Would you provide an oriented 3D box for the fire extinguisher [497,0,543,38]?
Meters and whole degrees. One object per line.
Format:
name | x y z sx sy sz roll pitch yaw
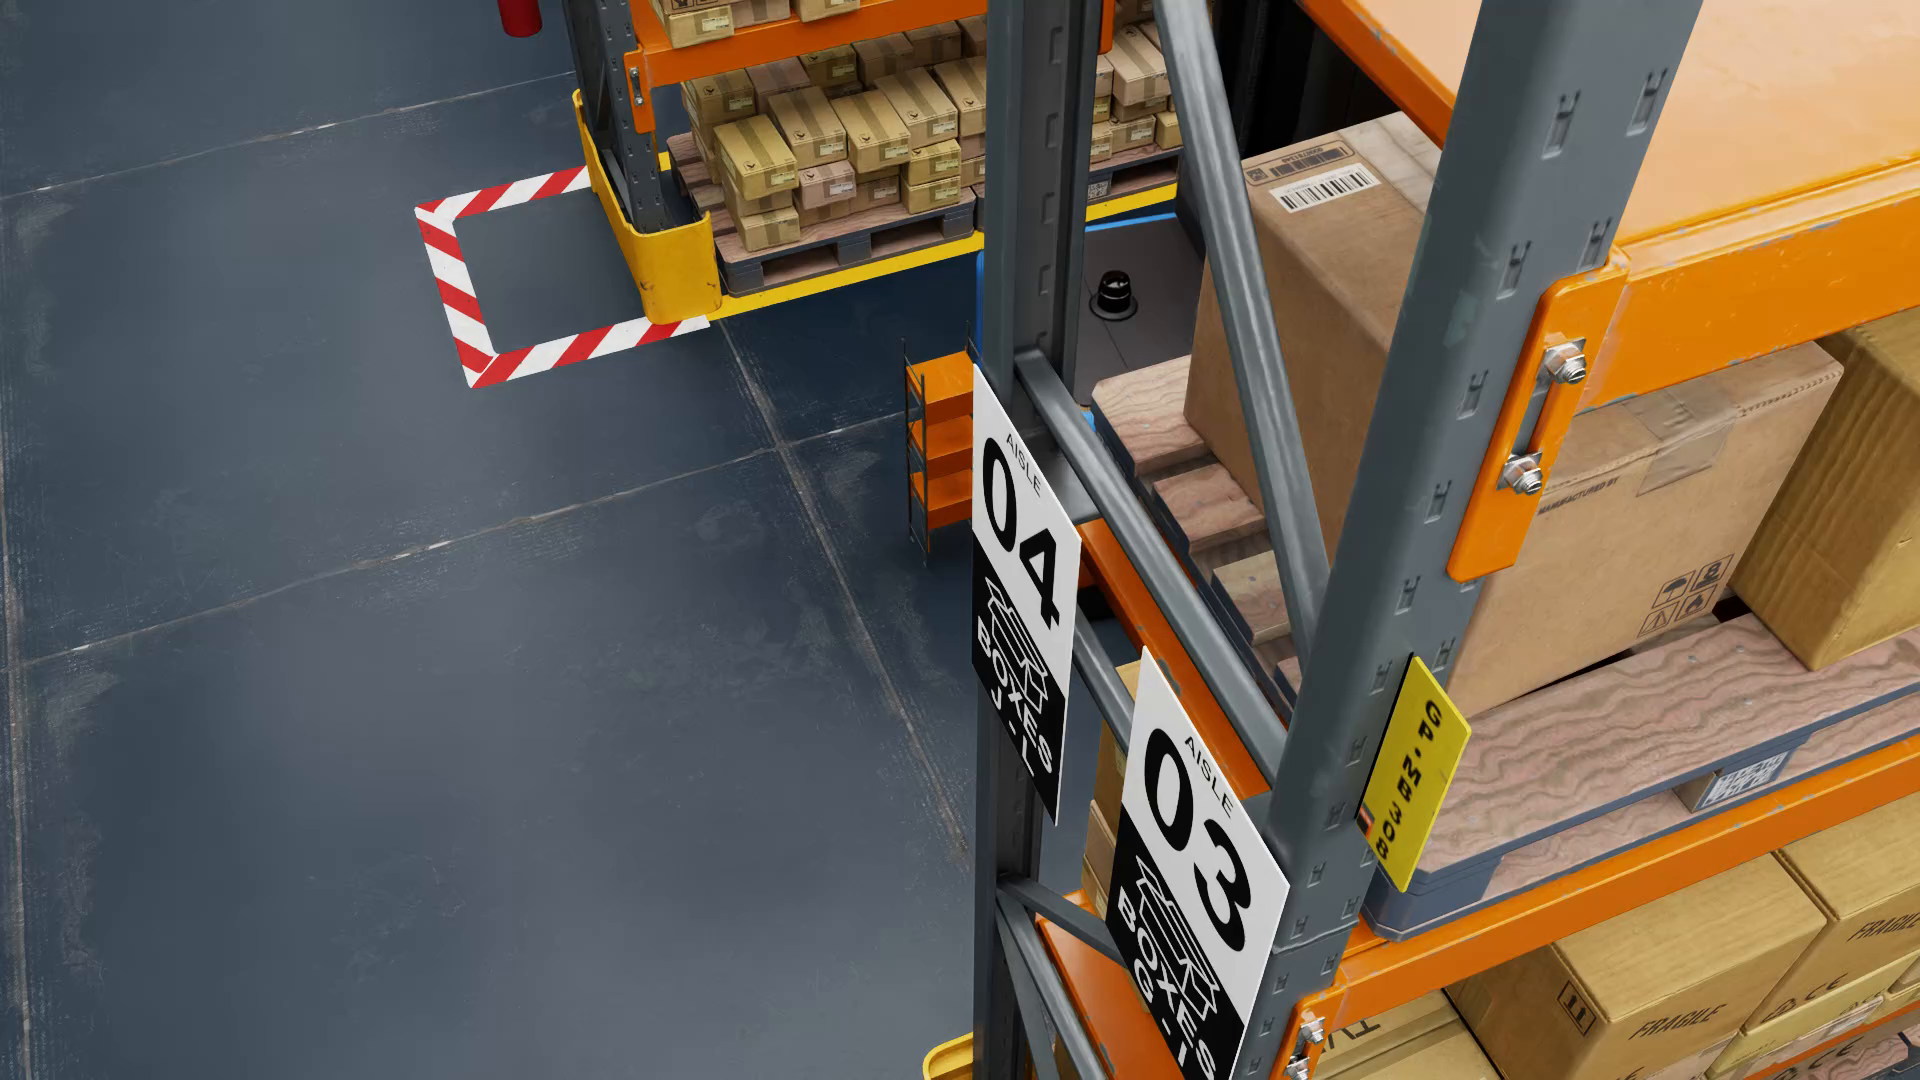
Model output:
fire extinguisher | -1.912 -2.463 7.026 0.183 0.674 0.296 -17 52 -14

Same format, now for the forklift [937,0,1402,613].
forklift | 1.475 -1.238 5.722 3.031 2.935 1.130 -11 50 -9

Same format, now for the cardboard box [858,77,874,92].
cardboard box | -0.355 -2.170 7.883 0.250 0.149 0.380 -18 52 -15

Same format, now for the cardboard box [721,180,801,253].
cardboard box | -0.898 -1.491 7.497 0.250 0.149 0.380 -16 51 -14

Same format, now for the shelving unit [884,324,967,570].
shelving unit | -0.121 -0.322 6.175 0.252 1.050 0.215 -10 50 -9

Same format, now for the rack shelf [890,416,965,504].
rack shelf | -0.121 -0.315 6.183 0.240 0.259 0.215 -10 50 -9

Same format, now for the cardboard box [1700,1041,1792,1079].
cardboard box | 1.682 1.070 3.860 0.250 0.149 0.380 -18 52 -15

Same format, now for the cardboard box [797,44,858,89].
cardboard box | -0.664 -2.285 7.786 0.250 0.149 0.380 -18 52 -15

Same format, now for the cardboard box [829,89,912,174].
cardboard box | -0.399 -1.817 7.384 0.250 0.149 0.380 -17 52 -14

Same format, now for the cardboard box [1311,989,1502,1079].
cardboard box | 0.824 1.159 3.521 0.500 0.250 0.500 -18 52 -15

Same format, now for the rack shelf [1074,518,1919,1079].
rack shelf | 2.129 -0.162 3.250 4.000 0.370 1.077 -17 52 -14

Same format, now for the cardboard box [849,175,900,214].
cardboard box | -0.459 -1.700 7.676 0.250 0.149 0.380 -17 51 -14

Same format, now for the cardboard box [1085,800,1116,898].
cardboard box | 0.626 0.781 3.845 0.500 0.250 0.500 -18 52 -15

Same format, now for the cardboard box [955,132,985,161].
cardboard box | 0.034 -1.944 7.690 0.250 0.149 0.380 -19 52 -16

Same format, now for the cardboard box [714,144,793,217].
cardboard box | -0.922 -1.633 7.422 0.250 0.149 0.380 -15 51 -13

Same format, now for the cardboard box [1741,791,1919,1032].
cardboard box | 1.765 0.618 3.491 0.500 0.500 0.500 -18 52 -15

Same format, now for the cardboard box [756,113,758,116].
cardboard box | -0.861 -2.052 7.782 0.250 0.149 0.380 -18 52 -15

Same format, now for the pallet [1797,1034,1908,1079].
pallet | 2.116 1.432 5.222 1.213 0.211 1.003 -17 52 -14

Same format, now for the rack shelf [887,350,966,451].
rack shelf | -0.121 -0.500 5.968 0.240 0.259 0.215 -10 50 -9

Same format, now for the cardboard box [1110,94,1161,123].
cardboard box | 0.787 -2.168 7.882 0.250 0.149 0.380 -19 52 -16

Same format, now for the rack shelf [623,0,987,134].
rack shelf | 0.348 -2.697 7.404 4.000 0.370 1.077 -17 52 -14

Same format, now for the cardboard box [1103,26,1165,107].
cardboard box | 0.788 -2.196 7.710 0.250 0.149 0.380 -19 52 -16

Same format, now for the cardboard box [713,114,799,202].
cardboard box | -0.890 -1.671 7.259 0.250 0.149 0.380 -19 52 -16

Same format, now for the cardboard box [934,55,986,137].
cardboard box | 0.060 -2.019 7.558 0.250 0.149 0.380 -15 51 -13

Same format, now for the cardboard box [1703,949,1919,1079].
cardboard box | 1.770 0.863 3.775 0.500 0.250 0.500 -19 52 -15

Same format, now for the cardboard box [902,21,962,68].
cardboard box | -0.172 -2.431 7.911 0.250 0.149 0.380 -15 51 -13

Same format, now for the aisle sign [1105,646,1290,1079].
aisle sign | 0.325 0.539 2.437 0.004 0.787 0.394 -17 52 -14

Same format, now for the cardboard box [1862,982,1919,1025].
cardboard box | 2.155 0.924 3.985 0.250 0.149 0.380 -18 52 -15

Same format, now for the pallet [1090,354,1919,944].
pallet | 0.961 -0.014 2.707 1.213 0.211 1.003 -17 52 -14

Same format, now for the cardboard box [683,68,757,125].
cardboard box | -1.110 -2.090 7.618 0.250 0.149 0.380 -17 51 -14

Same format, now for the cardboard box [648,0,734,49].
cardboard box | -1.080 -2.139 6.616 0.250 0.149 0.380 -18 52 -15

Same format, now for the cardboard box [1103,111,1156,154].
cardboard box | 0.740 -2.037 7.965 0.250 0.149 0.380 -16 51 -14

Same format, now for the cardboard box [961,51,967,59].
cardboard box | 0.076 -2.383 8.066 0.250 0.149 0.380 -15 51 -12

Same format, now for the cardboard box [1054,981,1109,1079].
cardboard box | 0.840 1.470 4.475 0.875 0.875 0.875 -17 52 -14

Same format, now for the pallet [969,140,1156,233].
pallet | 0.460 -2.026 8.192 1.213 0.211 1.003 -17 52 -14

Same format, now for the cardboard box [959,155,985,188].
cardboard box | 0.019 -1.836 7.793 0.250 0.149 0.380 -17 51 -14

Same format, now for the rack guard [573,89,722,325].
rack guard | -1.434 -1.565 7.605 0.348 0.500 1.175 -17 52 -14

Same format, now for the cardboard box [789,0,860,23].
cardboard box | -0.591 -2.280 6.737 0.250 0.149 0.380 -19 52 -15

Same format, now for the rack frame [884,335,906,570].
rack frame | -0.240 -0.300 6.156 0.008 1.050 0.200 -10 50 -9

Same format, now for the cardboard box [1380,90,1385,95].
cardboard box | 1.965 -2.361 8.244 0.250 0.149 0.380 -17 51 -14

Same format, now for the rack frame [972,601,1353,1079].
rack frame | 0.278 1.155 3.622 0.127 3.000 1.000 -17 52 -14

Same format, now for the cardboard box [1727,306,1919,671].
cardboard box | 1.306 -0.288 2.475 0.500 0.500 0.700 -19 52 -16

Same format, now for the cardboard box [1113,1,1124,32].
cardboard box | 0.589 -2.567 8.028 0.250 0.149 0.380 -19 52 -16

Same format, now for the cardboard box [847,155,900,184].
cardboard box | -0.454 -1.804 7.569 0.250 0.149 0.380 -17 51 -14

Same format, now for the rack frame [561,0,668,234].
rack frame | -1.504 -2.358 6.638 0.127 3.000 1.000 -17 52 -14
